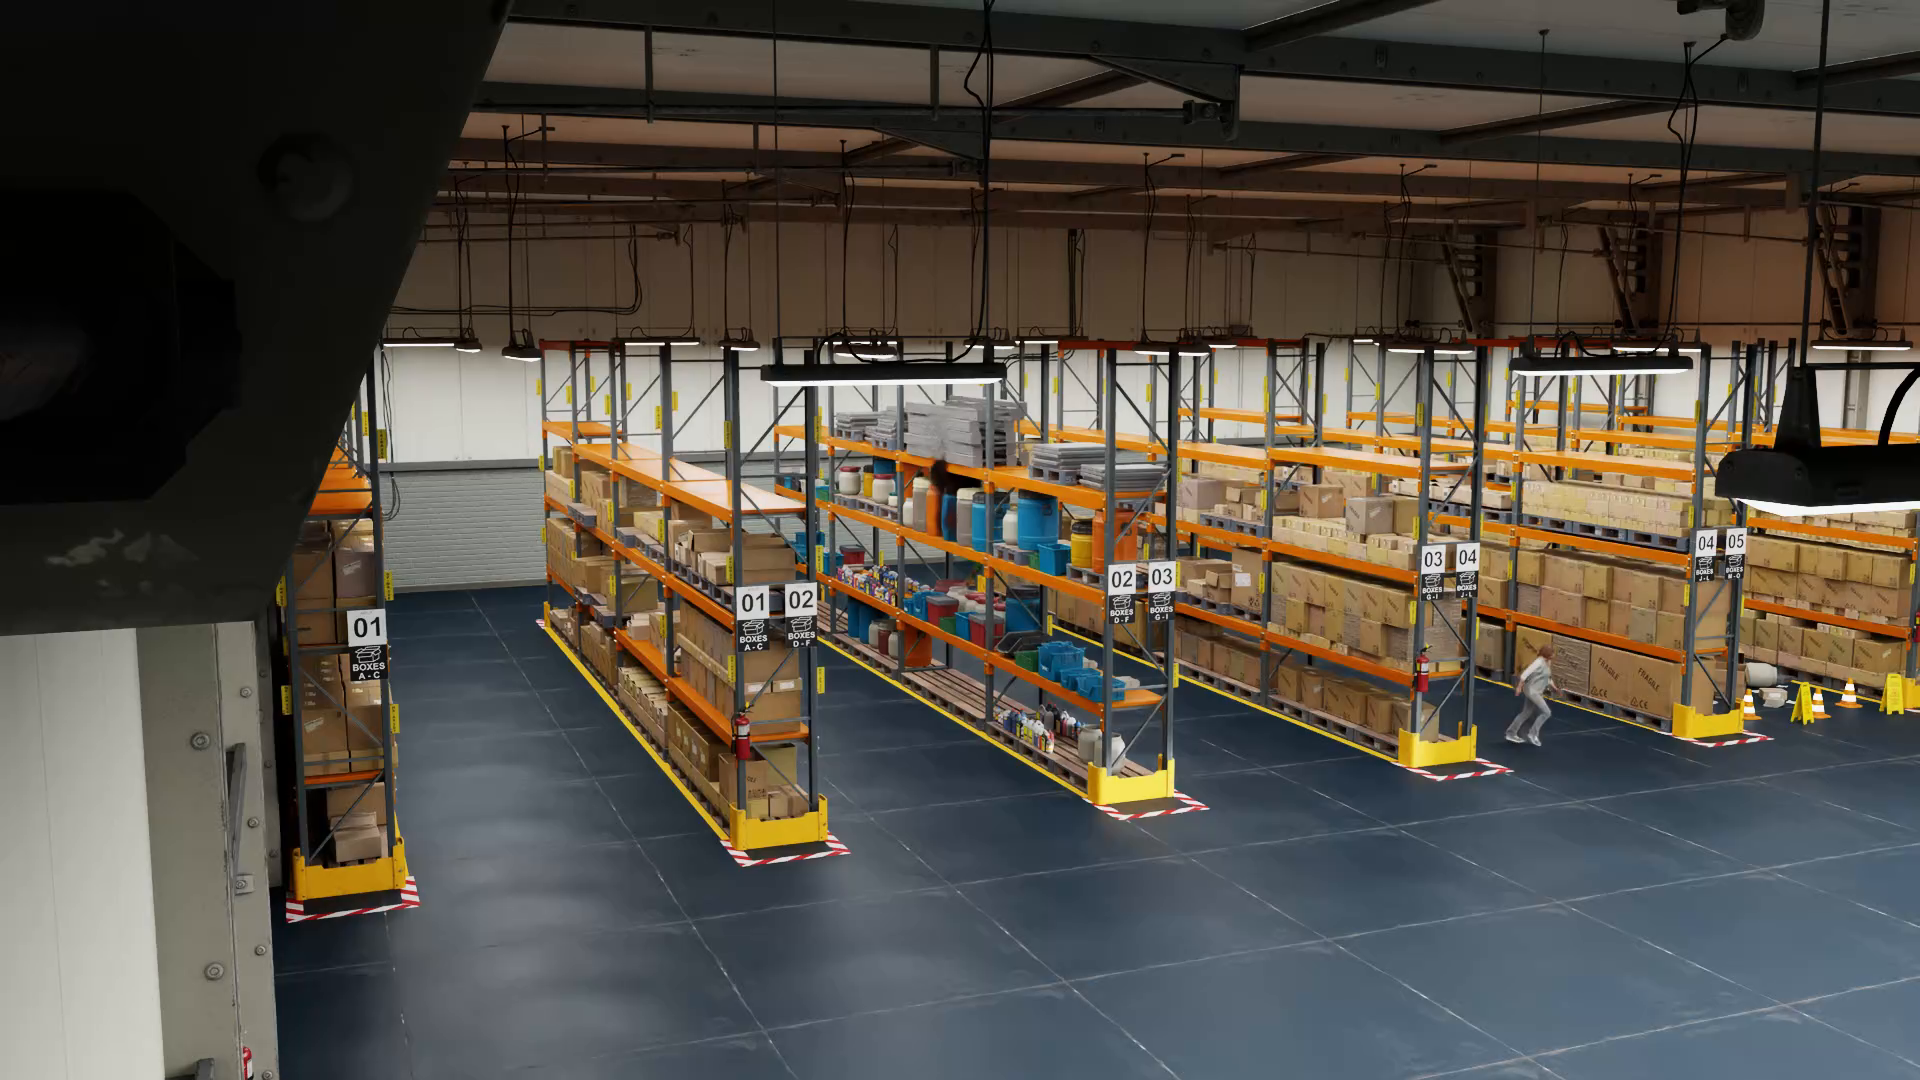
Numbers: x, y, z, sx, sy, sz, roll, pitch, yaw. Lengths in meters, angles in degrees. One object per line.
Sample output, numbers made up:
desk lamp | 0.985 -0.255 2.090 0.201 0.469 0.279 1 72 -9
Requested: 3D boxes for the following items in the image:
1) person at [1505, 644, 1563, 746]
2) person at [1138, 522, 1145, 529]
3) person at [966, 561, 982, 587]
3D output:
person | 8.659 2.306 25.036 0.768 1.527 0.467 4 8 28
person | 4.296 0.393 39.603 0.538 1.644 0.782 -2 8 -12
person | 0.442 0.263 40.106 0.625 1.755 0.697 5 9 32
